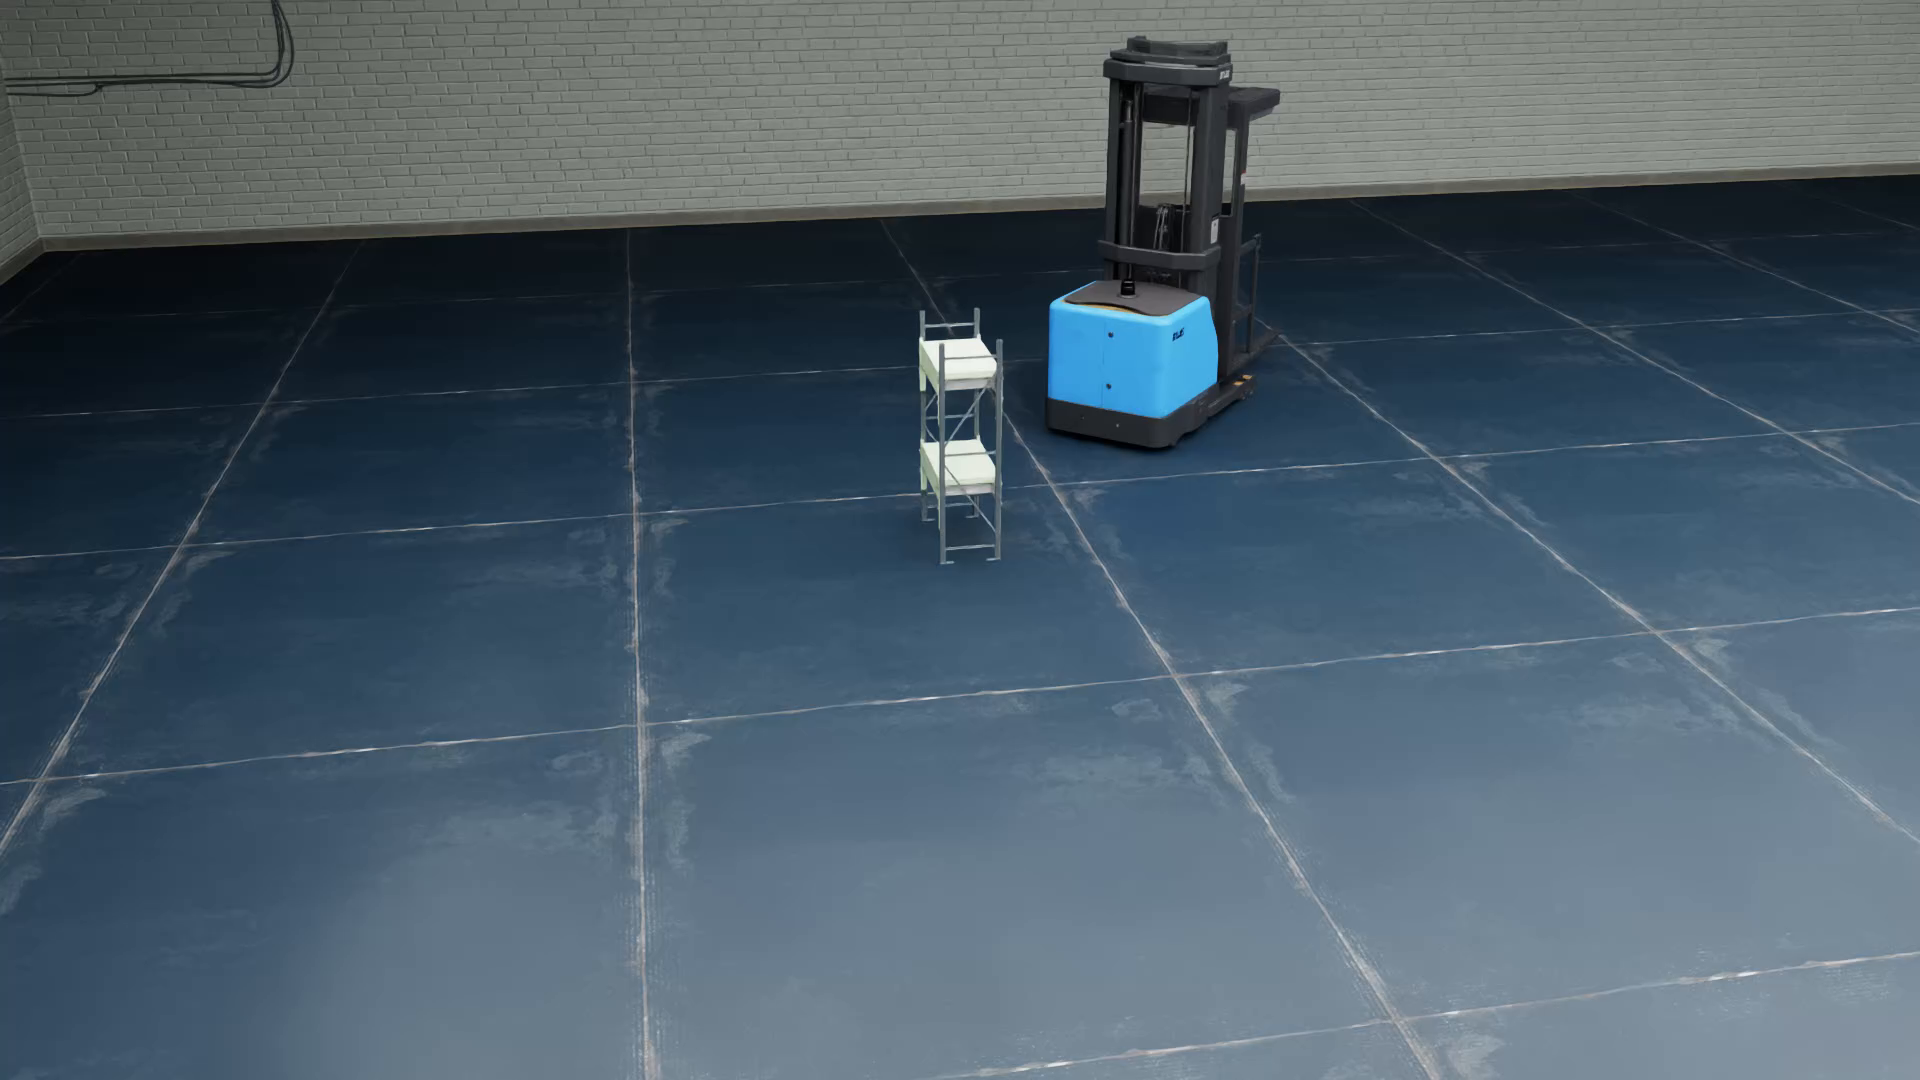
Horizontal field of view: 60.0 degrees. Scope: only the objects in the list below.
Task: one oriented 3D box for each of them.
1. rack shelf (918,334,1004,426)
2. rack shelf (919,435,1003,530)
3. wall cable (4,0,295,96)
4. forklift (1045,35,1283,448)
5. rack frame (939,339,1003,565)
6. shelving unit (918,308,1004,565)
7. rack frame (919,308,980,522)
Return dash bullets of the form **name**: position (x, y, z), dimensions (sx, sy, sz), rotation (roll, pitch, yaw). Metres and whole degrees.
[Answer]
- **rack shelf**: position (-0.001, -1.048, 10.800), dimensions (0.431, 0.370, 0.720), rotation (-4, 24, -10)
- **rack shelf**: position (-0.001, -0.391, 11.086), dimensions (0.431, 0.370, 0.720), rotation (-4, 24, -10)
- **wall cable**: position (-8.846, -6.032, 17.697), dimensions (3.097, 2.526, 0.112), rotation (-4, 24, -10)
- **forklift**: position (1.860, -2.591, 13.521), dimensions (1.130, 2.935, 3.031), rotation (13, 27, 28)
- **rack frame**: position (0.066, -0.546, 10.626), dimensions (0.400, 1.500, 0.023), rotation (-4, 24, -10)
- **shelving unit**: position (-0.001, -0.690, 10.956), dimensions (0.431, 1.500, 0.755), rotation (-4, 24, -10)
- **rack frame**: position (-0.069, -0.834, 11.285), dimensions (0.400, 1.500, 0.023), rotation (-4, 24, -10)
